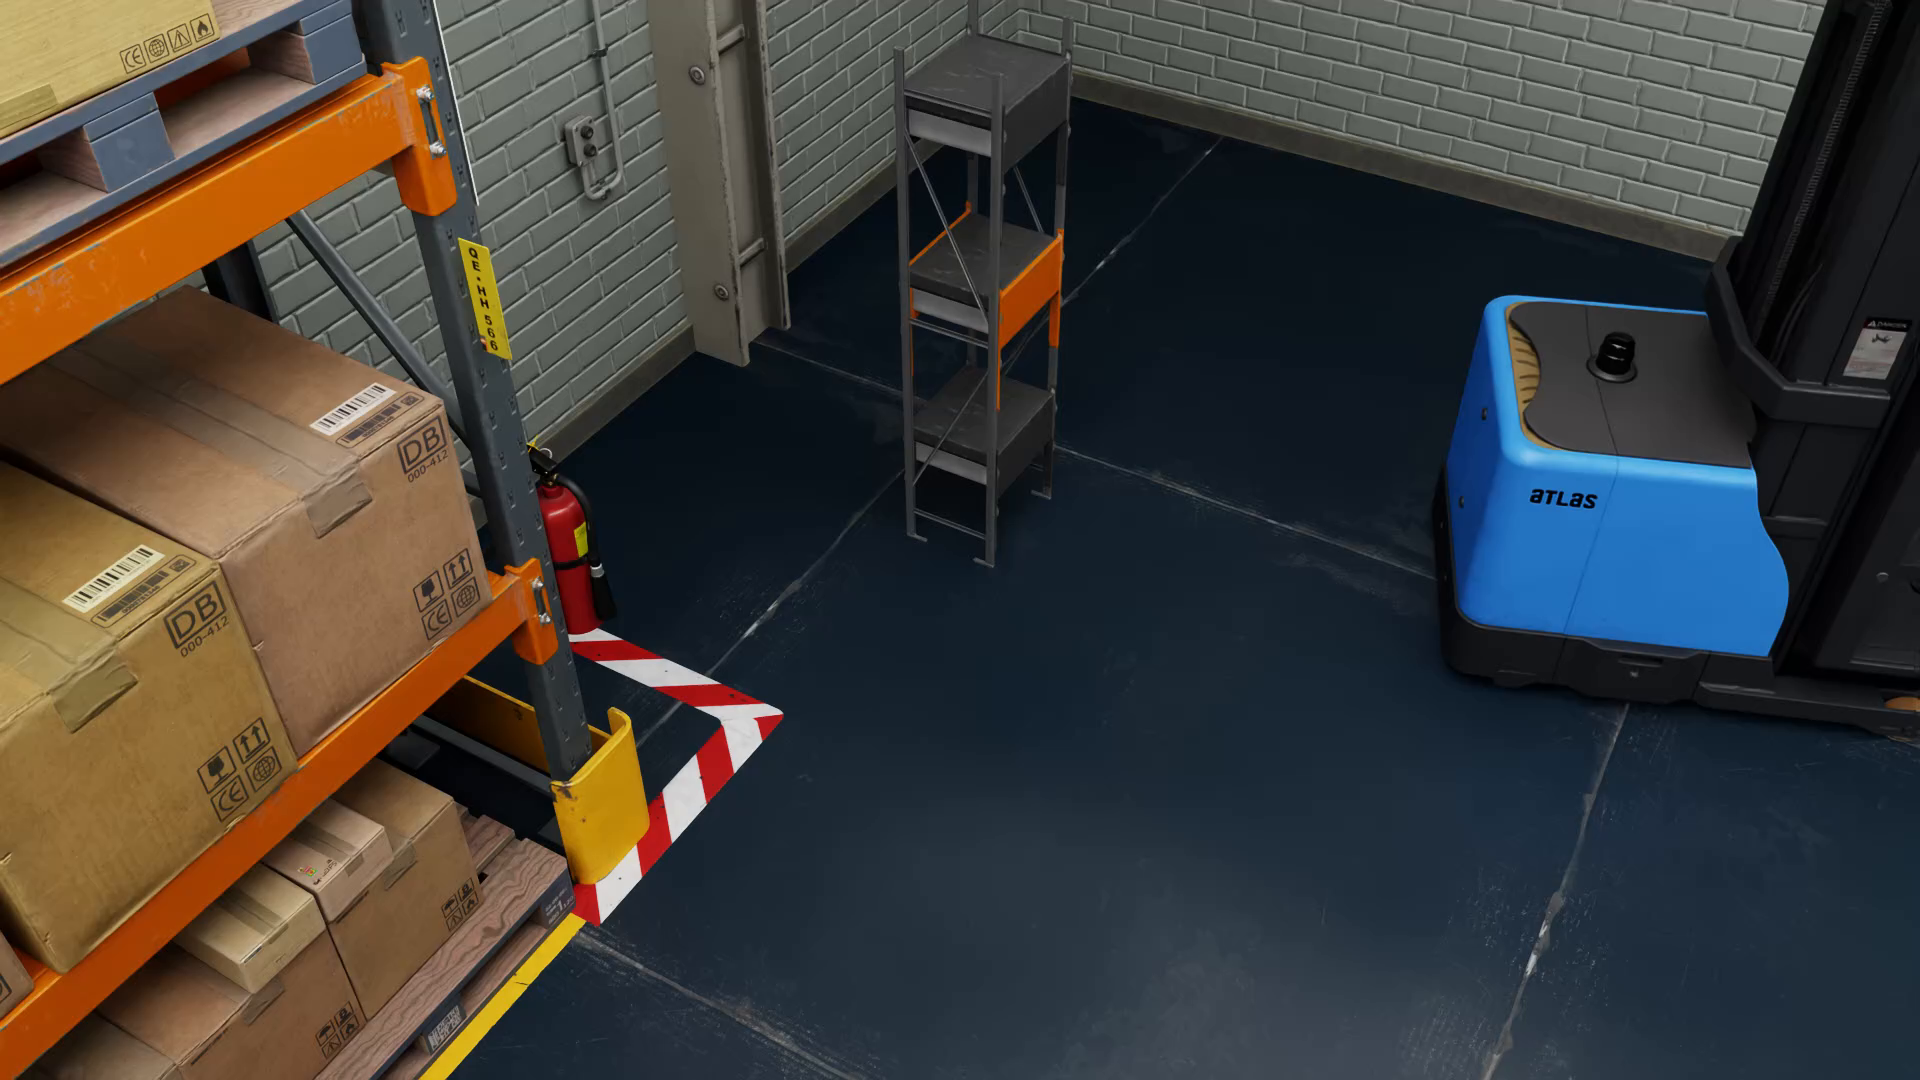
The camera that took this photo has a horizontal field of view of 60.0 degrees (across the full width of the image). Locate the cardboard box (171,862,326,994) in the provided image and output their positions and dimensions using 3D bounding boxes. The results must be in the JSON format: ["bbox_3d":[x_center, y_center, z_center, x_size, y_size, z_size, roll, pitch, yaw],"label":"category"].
[{"bbox_3d":[-1.931,0.997,4.432,0.380,0.149,0.250,22,46,23],"label":"cardboard box"}]

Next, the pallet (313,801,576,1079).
[{"bbox_3d":[-1.966,1.276,5.142,1.003,0.211,1.213,21,45,22],"label":"pallet"}]

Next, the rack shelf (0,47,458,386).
[{"bbox_3d":[-2.634,0.034,2.716,1.077,0.370,4.000,21,45,22],"label":"rack shelf"}]

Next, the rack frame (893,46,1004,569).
[{"bbox_3d":[-0.039,-0.743,6.005,0.400,2.100,0.015,21,45,22],"label":"rack frame"}]

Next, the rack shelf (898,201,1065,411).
[{"bbox_3d":[0.083,-0.872,6.173,0.431,0.518,0.480,21,45,22],"label":"rack shelf"}]

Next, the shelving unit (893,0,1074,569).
[{"bbox_3d":[0.083,-0.883,6.164,0.431,2.100,0.503,21,45,22],"label":"shelving unit"}]

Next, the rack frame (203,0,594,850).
[{"bbox_3d":[-1.633,-0.254,4.769,1.000,3.000,0.127,21,45,22],"label":"rack frame"}]

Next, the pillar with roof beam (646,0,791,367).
[{"bbox_3d":[2.696,-2.913,3.249,9.100,9.000,0.400,21,45,22],"label":"pillar with roof beam"}]

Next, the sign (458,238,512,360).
[{"bbox_3d":[-1.171,-0.590,4.095,0.100,0.325,0.005,21,45,22],"label":"sign"}]

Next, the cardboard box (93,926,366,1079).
[{"bbox_3d":[-2.148,1.246,4.639,0.700,0.500,0.500,21,45,22],"label":"cardboard box"}]

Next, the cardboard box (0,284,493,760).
[{"bbox_3d":[-1.880,-0.072,4.335,0.980,0.700,0.700,23,46,24],"label":"cardboard box"}]

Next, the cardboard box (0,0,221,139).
[{"bbox_3d":[-1.770,-1.012,3.080,0.500,0.250,0.500,22,46,23],"label":"cardboard box"}]

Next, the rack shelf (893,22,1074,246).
[{"bbox_3d":[0.083,-1.398,5.710,0.431,0.518,0.480,21,45,22],"label":"rack shelf"}]

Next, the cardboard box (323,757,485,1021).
[{"bbox_3d":[-1.897,0.960,4.964,0.700,0.500,0.500,21,45,22],"label":"cardboard box"}]

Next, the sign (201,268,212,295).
[{"bbox_3d":[-2.111,-0.796,4.669,0.100,0.325,0.005,21,45,22],"label":"sign"}]

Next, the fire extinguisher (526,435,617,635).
[{"bbox_3d":[-1.158,-0.019,4.843,0.296,0.674,0.183,21,45,22],"label":"fire extinguisher"}]

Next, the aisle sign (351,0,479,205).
[{"bbox_3d":[-1.338,-1.172,3.844,0.394,0.787,0.004,21,45,22],"label":"aisle sign"}]

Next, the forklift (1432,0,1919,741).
[{"bbox_3d":[3.353,-0.741,5.374,3.031,2.935,1.130,6,42,7],"label":"forklift"}]

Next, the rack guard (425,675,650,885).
[{"bbox_3d":[-1.621,0.670,5.611,1.175,0.500,0.348,21,45,22],"label":"rack guard"}]

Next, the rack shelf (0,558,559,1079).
[{"bbox_3d":[-2.634,1.160,3.707,1.077,0.370,4.000,21,45,22],"label":"rack shelf"}]

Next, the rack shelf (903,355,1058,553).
[{"bbox_3d":[0.083,-0.347,6.635,0.431,0.518,0.480,21,45,22],"label":"rack shelf"}]

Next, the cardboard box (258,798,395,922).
[{"bbox_3d":[-1.804,0.850,4.598,0.380,0.149,0.250,20,45,22],"label":"cardboard box"}]

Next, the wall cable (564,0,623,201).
[{"bbox_3d":[-1.812,-1.681,5.621,0.084,1.984,1.851,21,45,22],"label":"wall cable"}]

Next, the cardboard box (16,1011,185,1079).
[{"bbox_3d":[-2.399,1.534,4.312,0.700,0.500,0.500,19,45,21],"label":"cardboard box"}]

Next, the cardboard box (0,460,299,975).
[{"bbox_3d":[-2.234,0.348,3.858,0.980,0.700,0.700,21,45,22],"label":"cardboard box"}]

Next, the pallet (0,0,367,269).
[{"bbox_3d":[-1.996,-0.919,3.321,1.003,0.211,1.213,21,45,22],"label":"pallet"}]

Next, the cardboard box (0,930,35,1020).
[{"bbox_3d":[-2.624,0.781,3.366,0.980,0.700,0.700,19,45,20],"label":"cardboard box"}]

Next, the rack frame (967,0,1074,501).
[{"bbox_3d":[0.205,-1.022,6.322,0.400,2.100,0.015,21,45,22],"label":"rack frame"}]
